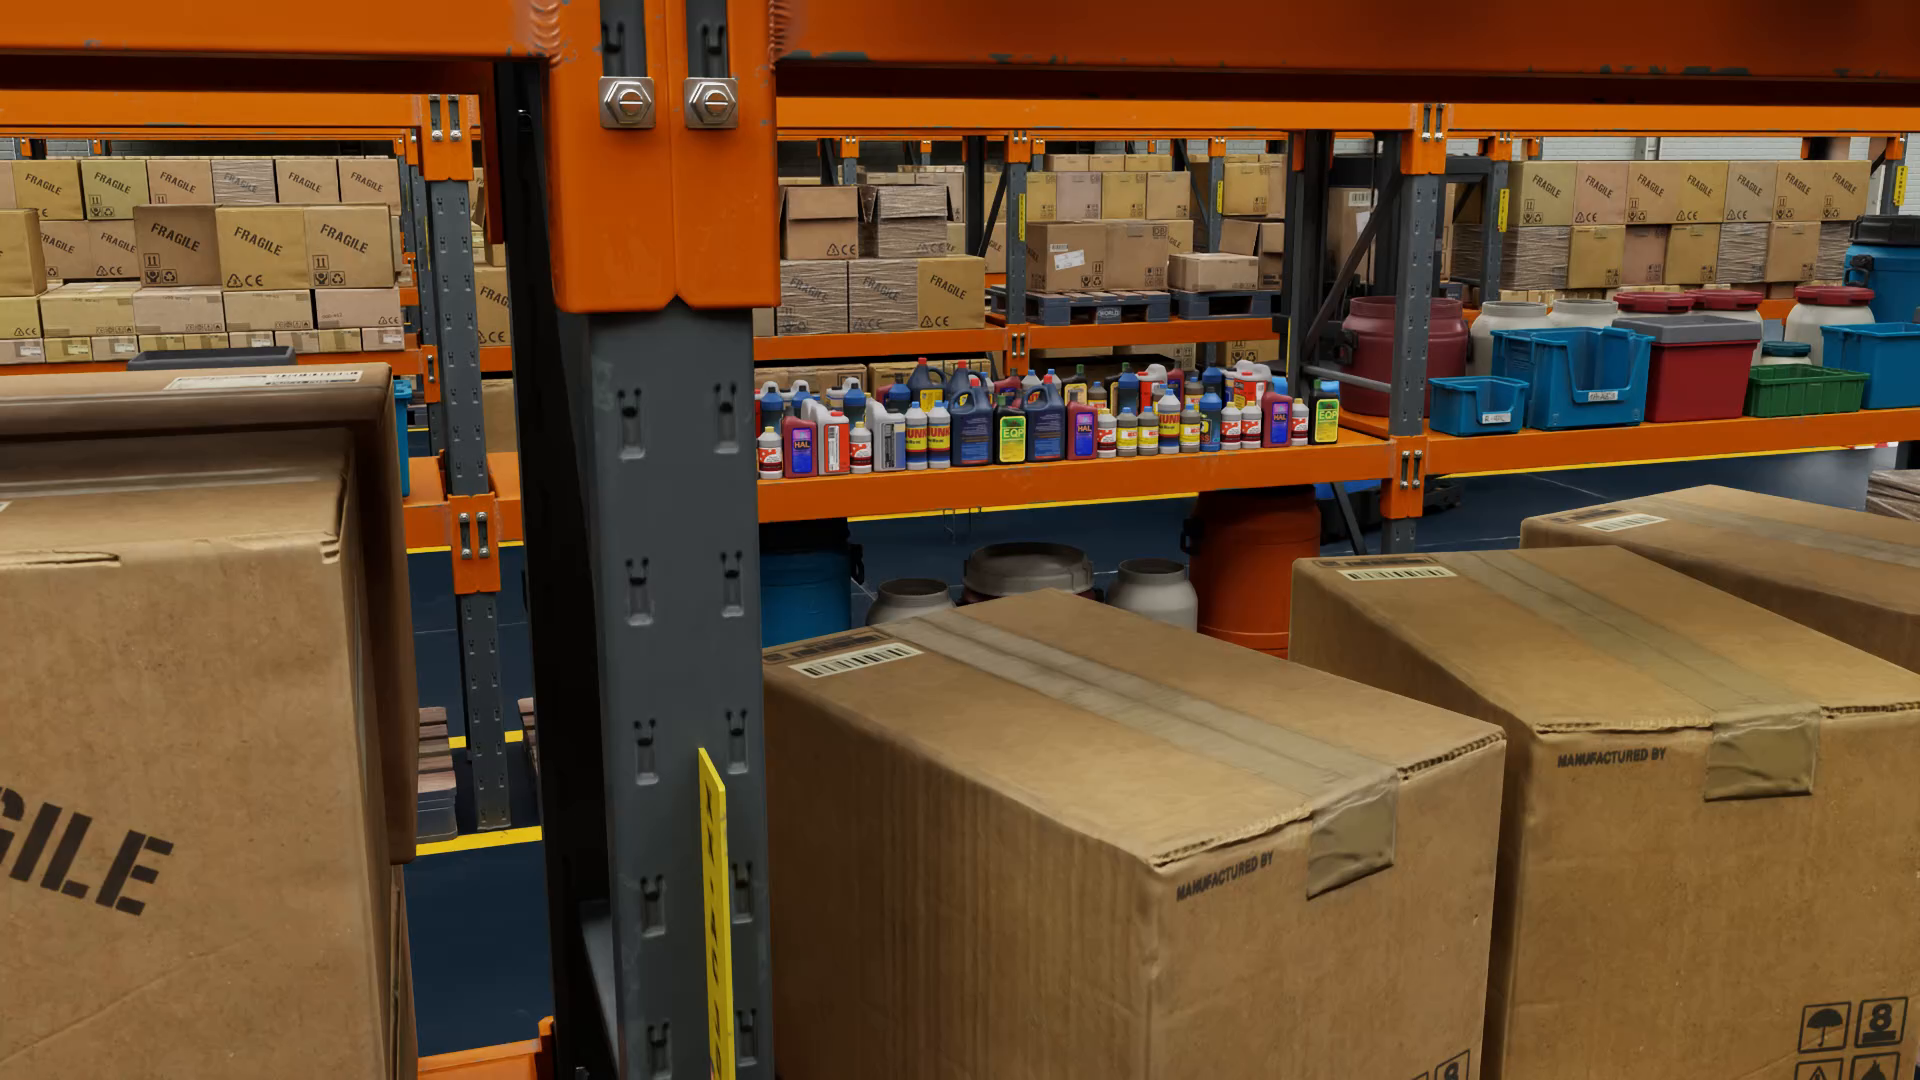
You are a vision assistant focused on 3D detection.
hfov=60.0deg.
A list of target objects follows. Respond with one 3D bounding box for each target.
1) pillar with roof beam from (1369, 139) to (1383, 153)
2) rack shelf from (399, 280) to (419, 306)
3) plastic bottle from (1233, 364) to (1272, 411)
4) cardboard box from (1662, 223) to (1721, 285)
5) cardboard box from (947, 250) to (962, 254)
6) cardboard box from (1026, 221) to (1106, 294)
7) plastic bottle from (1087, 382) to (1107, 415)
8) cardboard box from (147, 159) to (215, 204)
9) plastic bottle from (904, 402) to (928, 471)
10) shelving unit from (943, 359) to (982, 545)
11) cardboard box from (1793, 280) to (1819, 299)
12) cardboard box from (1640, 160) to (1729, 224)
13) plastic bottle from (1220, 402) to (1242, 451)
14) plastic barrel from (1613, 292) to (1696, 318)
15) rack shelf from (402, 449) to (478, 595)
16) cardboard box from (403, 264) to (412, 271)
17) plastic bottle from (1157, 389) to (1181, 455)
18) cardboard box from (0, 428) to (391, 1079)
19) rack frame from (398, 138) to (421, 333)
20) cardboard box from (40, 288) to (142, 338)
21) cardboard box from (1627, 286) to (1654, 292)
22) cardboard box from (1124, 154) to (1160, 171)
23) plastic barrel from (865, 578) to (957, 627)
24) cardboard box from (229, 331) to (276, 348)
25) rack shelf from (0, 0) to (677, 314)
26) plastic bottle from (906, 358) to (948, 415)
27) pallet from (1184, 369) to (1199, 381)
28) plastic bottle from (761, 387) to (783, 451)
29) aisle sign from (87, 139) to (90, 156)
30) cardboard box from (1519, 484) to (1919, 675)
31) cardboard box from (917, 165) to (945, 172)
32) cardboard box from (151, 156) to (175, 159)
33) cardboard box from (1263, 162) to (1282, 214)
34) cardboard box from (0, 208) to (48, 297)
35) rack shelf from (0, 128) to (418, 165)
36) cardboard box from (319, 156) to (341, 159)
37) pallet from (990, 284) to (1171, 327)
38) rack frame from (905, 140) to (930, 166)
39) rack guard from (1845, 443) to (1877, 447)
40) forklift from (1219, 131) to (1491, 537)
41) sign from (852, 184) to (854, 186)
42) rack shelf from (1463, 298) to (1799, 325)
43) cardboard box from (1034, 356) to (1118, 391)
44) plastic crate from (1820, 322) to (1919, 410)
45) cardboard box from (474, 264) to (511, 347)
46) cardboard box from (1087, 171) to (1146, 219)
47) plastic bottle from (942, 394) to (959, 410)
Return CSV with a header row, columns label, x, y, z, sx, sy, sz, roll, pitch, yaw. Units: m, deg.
label,x,y,z,sx,sy,sz,roll,pitch,yaw
pillar with roof beam,9.203,-8.242,26.349,0.400,9.000,9.100,-4,14,-18
rack shelf,-6.917,-2.129,15.166,4.000,0.370,1.077,-4,14,-18
plastic bottle,1.371,-0.686,7.811,0.135,0.276,0.152,-4,14,-18
cardboard box,5.907,-2.451,14.106,0.500,0.500,0.875,-4,14,-18
cardboard box,-0.292,-1.899,12.429,0.500,0.500,0.500,-4,14,-16
cardboard box,0.755,-2.128,12.484,0.500,0.500,0.500,-6,15,-25
plastic bottle,0.638,-0.636,7.764,0.097,0.201,0.097,0,13,0
cardboard box,-6.844,-3.097,14.660,0.500,0.500,0.500,-5,14,-20
plastic bottle,-0.180,-0.421,6.709,0.097,0.271,0.097,0,13,0
shelving unit,0.014,-0.585,11.008,0.189,1.200,0.258,-4,14,-18
cardboard box,7.176,-2.181,14.371,0.250,0.149,0.380,-4,14,-18
cardboard box,5.972,-2.892,13.801,0.500,0.500,0.500,-4,14,-18
plastic bottle,1.162,-0.492,7.157,0.097,0.201,0.097,0,13,0
plastic barrel,3.544,-0.993,8.542,0.433,0.535,0.433,0,13,0
rack shelf,-3.851,0.052,5.995,4.000,0.370,1.077,-4,14,-18
cardboard box,-5.394,-2.555,15.947,0.250,0.149,0.380,-4,14,-16
plastic bottle,0.885,-0.504,7.058,0.097,0.271,0.097,0,13,0
cardboard box,-0.776,0.201,1.441,0.500,0.500,0.500,-4,14,-18
rack frame,-6.696,-3.705,20.237,0.127,3.000,1.000,-4,14,-18
cardboard box,-5.325,-1.400,10.228,0.500,0.250,0.500,-5,14,-19
cardboard box,5.523,-2.047,13.810,0.250,0.149,0.380,-4,14,-18
cardboard box,2.348,-5.024,22.763,0.500,0.500,0.700,-5,14,-19
plastic barrel,-0.200,0.450,7.237,0.421,0.512,0.421,0,13,0
cardboard box,-4.451,-1.258,10.492,0.250,0.149,0.380,-4,14,-17
rack shelf,-2.275,-0.320,1.079,4.000,0.370,1.077,-4,14,-18
plastic bottle,-0.145,-0.642,7.467,0.185,0.351,0.144,-4,14,-18
pallet,1.853,-1.787,18.200,1.213,0.211,1.003,-4,14,-18
plastic bottle,-0.804,-0.521,7.128,0.097,0.271,0.097,0,13,0
aisle sign,-12.045,-5.693,22.978,0.004,0.787,0.394,-4,14,-18
cardboard box,1.275,0.245,2.509,0.500,0.500,0.700,-9,16,-32
cardboard box,-0.381,-4.846,21.865,0.250,0.149,0.380,-5,14,-20
cardboard box,-9.078,-4.309,18.998,0.250,0.149,0.380,-4,14,-18
cardboard box,3.405,-3.901,18.404,0.550,0.550,0.875,-4,14,-18
cardboard box,-5.823,-1.725,9.976,0.500,0.500,0.500,-5,14,-20
rack shelf,-5.431,-2.493,10.215,4.000,0.370,1.077,-4,14,-18
cardboard box,-7.410,-4.451,19.595,0.250,0.149,0.380,-4,14,-18
pallet,0.897,-1.809,12.682,1.003,0.211,1.213,-4,14,-18
rack frame,-0.701,-5.384,27.294,0.127,3.000,1.000,-4,14,-18
rack guard,7.766,-1.195,15.088,0.348,0.500,1.175,-4,14,-18
forklift,3.060,-1.717,12.025,1.130,2.935,3.031,12,18,42
sign,-1.049,-3.328,16.323,0.005,0.325,0.100,-4,14,-18
rack shelf,5.942,-1.920,14.285,4.000,0.370,1.077,-4,14,-18
cardboard box,0.881,-1.245,12.727,0.500,0.250,0.500,-4,14,-16
plastic crate,4.680,-0.878,8.387,0.575,0.384,0.392,-4,14,-18
cardboard box,-3.020,-1.559,11.000,0.500,0.500,0.500,-4,14,-18
cardboard box,1.605,-3.676,17.738,0.500,0.500,0.700,-5,14,-19
plastic bottle,-0.041,-0.467,6.903,0.097,0.271,0.097,0,13,0
